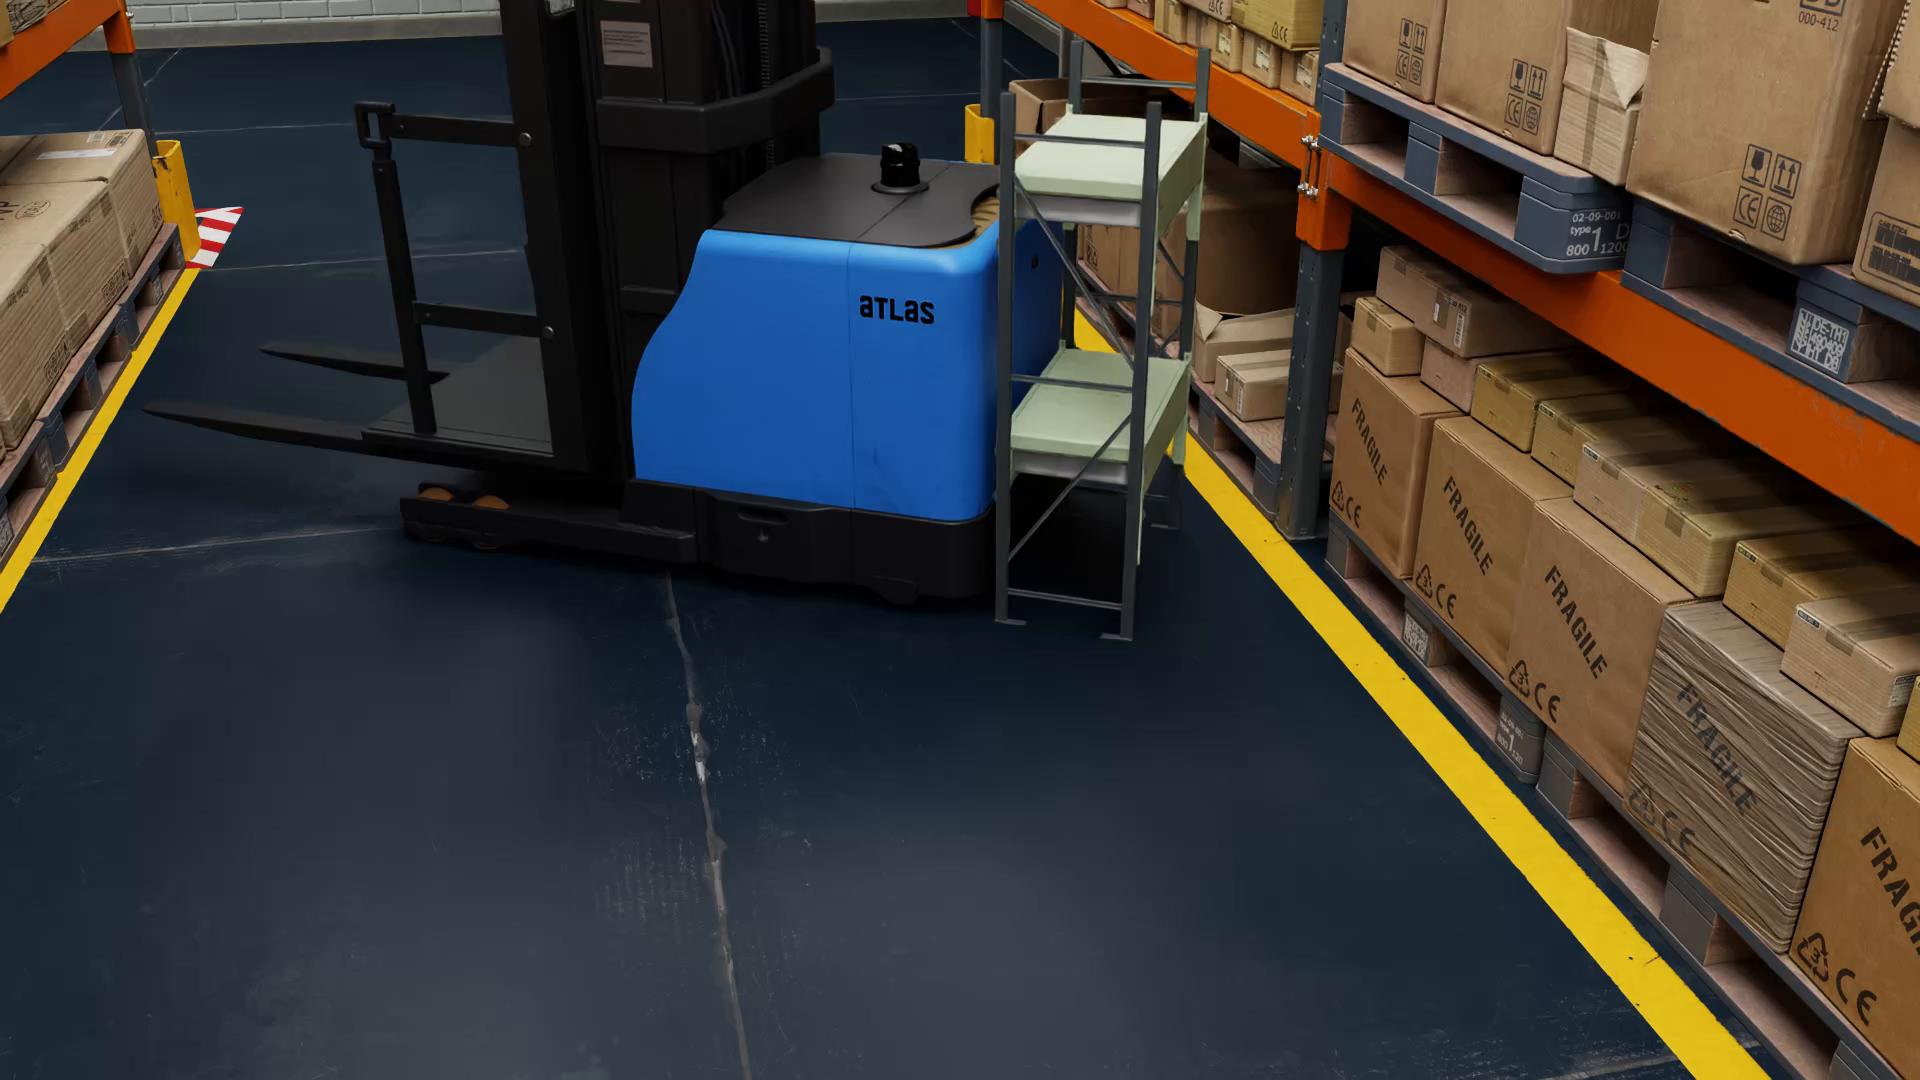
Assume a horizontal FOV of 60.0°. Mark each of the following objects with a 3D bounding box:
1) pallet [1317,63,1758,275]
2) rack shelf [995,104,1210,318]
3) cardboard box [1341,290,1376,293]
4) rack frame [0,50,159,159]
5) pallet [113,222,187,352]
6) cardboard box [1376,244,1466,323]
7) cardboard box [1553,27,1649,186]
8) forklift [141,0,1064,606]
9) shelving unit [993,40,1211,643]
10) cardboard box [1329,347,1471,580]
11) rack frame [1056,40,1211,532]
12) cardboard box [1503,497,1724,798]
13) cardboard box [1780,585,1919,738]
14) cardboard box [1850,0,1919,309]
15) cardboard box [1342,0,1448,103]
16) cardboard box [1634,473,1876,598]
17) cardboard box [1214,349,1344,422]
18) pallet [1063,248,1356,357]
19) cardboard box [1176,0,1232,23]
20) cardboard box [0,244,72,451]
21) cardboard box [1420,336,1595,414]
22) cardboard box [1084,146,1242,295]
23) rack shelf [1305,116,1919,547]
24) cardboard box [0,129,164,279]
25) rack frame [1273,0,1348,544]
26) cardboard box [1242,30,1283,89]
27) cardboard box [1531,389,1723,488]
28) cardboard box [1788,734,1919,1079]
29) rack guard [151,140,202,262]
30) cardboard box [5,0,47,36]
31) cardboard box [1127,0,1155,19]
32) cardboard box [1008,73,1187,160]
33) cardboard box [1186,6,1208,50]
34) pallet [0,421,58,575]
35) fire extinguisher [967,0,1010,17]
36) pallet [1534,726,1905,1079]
[{"bbox_3d":[1.580,-0.957,4.030,1.003,0.211,1.213,-6,27,-12],"label":"pallet"},{"bbox_3d":[0.401,-0.916,4.535,0.431,0.370,0.720,8,28,15],"label":"rack shelf"},{"bbox_3d":[1.490,-0.824,6.251,0.380,0.149,0.250,-6,27,-12],"label":"cardboard box"},{"bbox_3d":[-4.230,-2.655,7.181,1.000,3.000,0.127,-6,27,-12],"label":"rack frame"},{"bbox_3d":[-3.974,-1.067,7.130,1.003,0.211,1.213,-6,27,-12],"label":"pallet"},{"bbox_3d":[1.387,-0.720,4.606,0.380,0.149,0.250,-6,27,-12],"label":"cardboard box"},{"bbox_3d":[1.446,-0.883,3.354,0.396,0.266,0.258,-5,27,-9],"label":"cardboard box"},{"bbox_3d":[-1.238,-1.494,4.957,3.031,2.935,1.130,8,28,16],"label":"forklift"},{"bbox_3d":[0.401,-0.568,4.711,0.431,1.500,0.755,8,28,15],"label":"shelving unit"},{"bbox_3d":[1.396,-0.241,4.706,0.500,0.500,0.500,-5,27,-9],"label":"cardboard box"},{"bbox_3d":[0.507,-0.726,5.023,0.400,1.500,0.023,8,28,15],"label":"rack frame"},{"bbox_3d":[1.634,0.211,3.810,0.500,0.500,0.500,-7,28,-13],"label":"cardboard box"},{"bbox_3d":[1.778,0.214,3.085,0.380,0.149,0.250,-7,28,-14],"label":"cardboard box"},{"bbox_3d":[1.860,-0.580,2.489,0.797,0.503,0.637,-7,28,-13],"label":"cardboard box"},{"bbox_3d":[1.398,-1.402,4.121,0.700,0.500,0.500,-5,27,-10],"label":"cardboard box"},{"bbox_3d":[1.683,-0.014,3.538,0.380,0.149,0.250,-5,27,-10],"label":"cardboard box"},{"bbox_3d":[1.095,-0.534,5.677,0.380,0.149,0.250,-7,28,-13],"label":"cardboard box"},{"bbox_3d":[1.074,-0.998,6.993,1.003,0.211,1.213,-6,27,-12],"label":"pallet"},{"bbox_3d":[1.027,-1.888,5.497,0.500,0.250,0.500,-6,27,-11],"label":"cardboard box"},{"bbox_3d":[-3.568,-0.622,5.531,0.875,0.438,0.875,-7,28,-13],"label":"cardboard box"},{"bbox_3d":[1.466,-0.467,4.435,0.380,0.149,0.250,-7,28,-13],"label":"cardboard box"},{"bbox_3d":[0.827,-1.332,6.869,0.500,0.500,0.500,-5,27,-11],"label":"cardboard box"},{"bbox_3d":[1.957,-0.205,3.126,1.077,0.370,4.000,-6,27,-12],"label":"rack shelf"},{"bbox_3d":[-3.984,-1.419,7.110,0.875,0.438,0.875,-7,28,-13],"label":"cardboard box"},{"bbox_3d":[1.506,-1.405,4.704,1.000,3.000,0.127,-6,27,-12],"label":"rack frame"},{"bbox_3d":[1.109,-1.519,5.209,0.380,0.149,0.250,-5,27,-10],"label":"cardboard box"},{"bbox_3d":[1.610,-0.237,3.979,0.380,0.149,0.250,-6,27,-12],"label":"cardboard box"},{"bbox_3d":[1.880,0.666,2.910,0.500,0.500,0.500,-5,27,-9],"label":"cardboard box"},{"bbox_3d":[-4.235,-1.549,7.765,1.175,0.500,0.348,-6,27,-12],"label":"rack guard"},{"bbox_3d":[-3.640,-2.068,5.907,0.500,0.500,0.500,-5,27,-10],"label":"cardboard box"},{"bbox_3d":[0.858,-2.086,6.333,0.380,0.149,0.250,-6,27,-12],"label":"cardboard box"},{"bbox_3d":[0.651,-1.955,8.100,0.797,0.503,0.637,-7,28,-14],"label":"cardboard box"},{"bbox_3d":[0.994,-1.748,5.664,0.380,0.149,0.250,-5,27,-10],"label":"cardboard box"},{"bbox_3d":[-3.424,0.004,5.007,1.003,0.211,1.213,-6,27,-12],"label":"pallet"},{"bbox_3d":[0.122,-2.977,8.319,0.296,0.674,0.183,-6,27,-12],"label":"fire extinguisher"},{"bbox_3d":[2.005,0.730,3.569,1.003,0.211,1.213,-6,27,-12],"label":"pallet"}]
